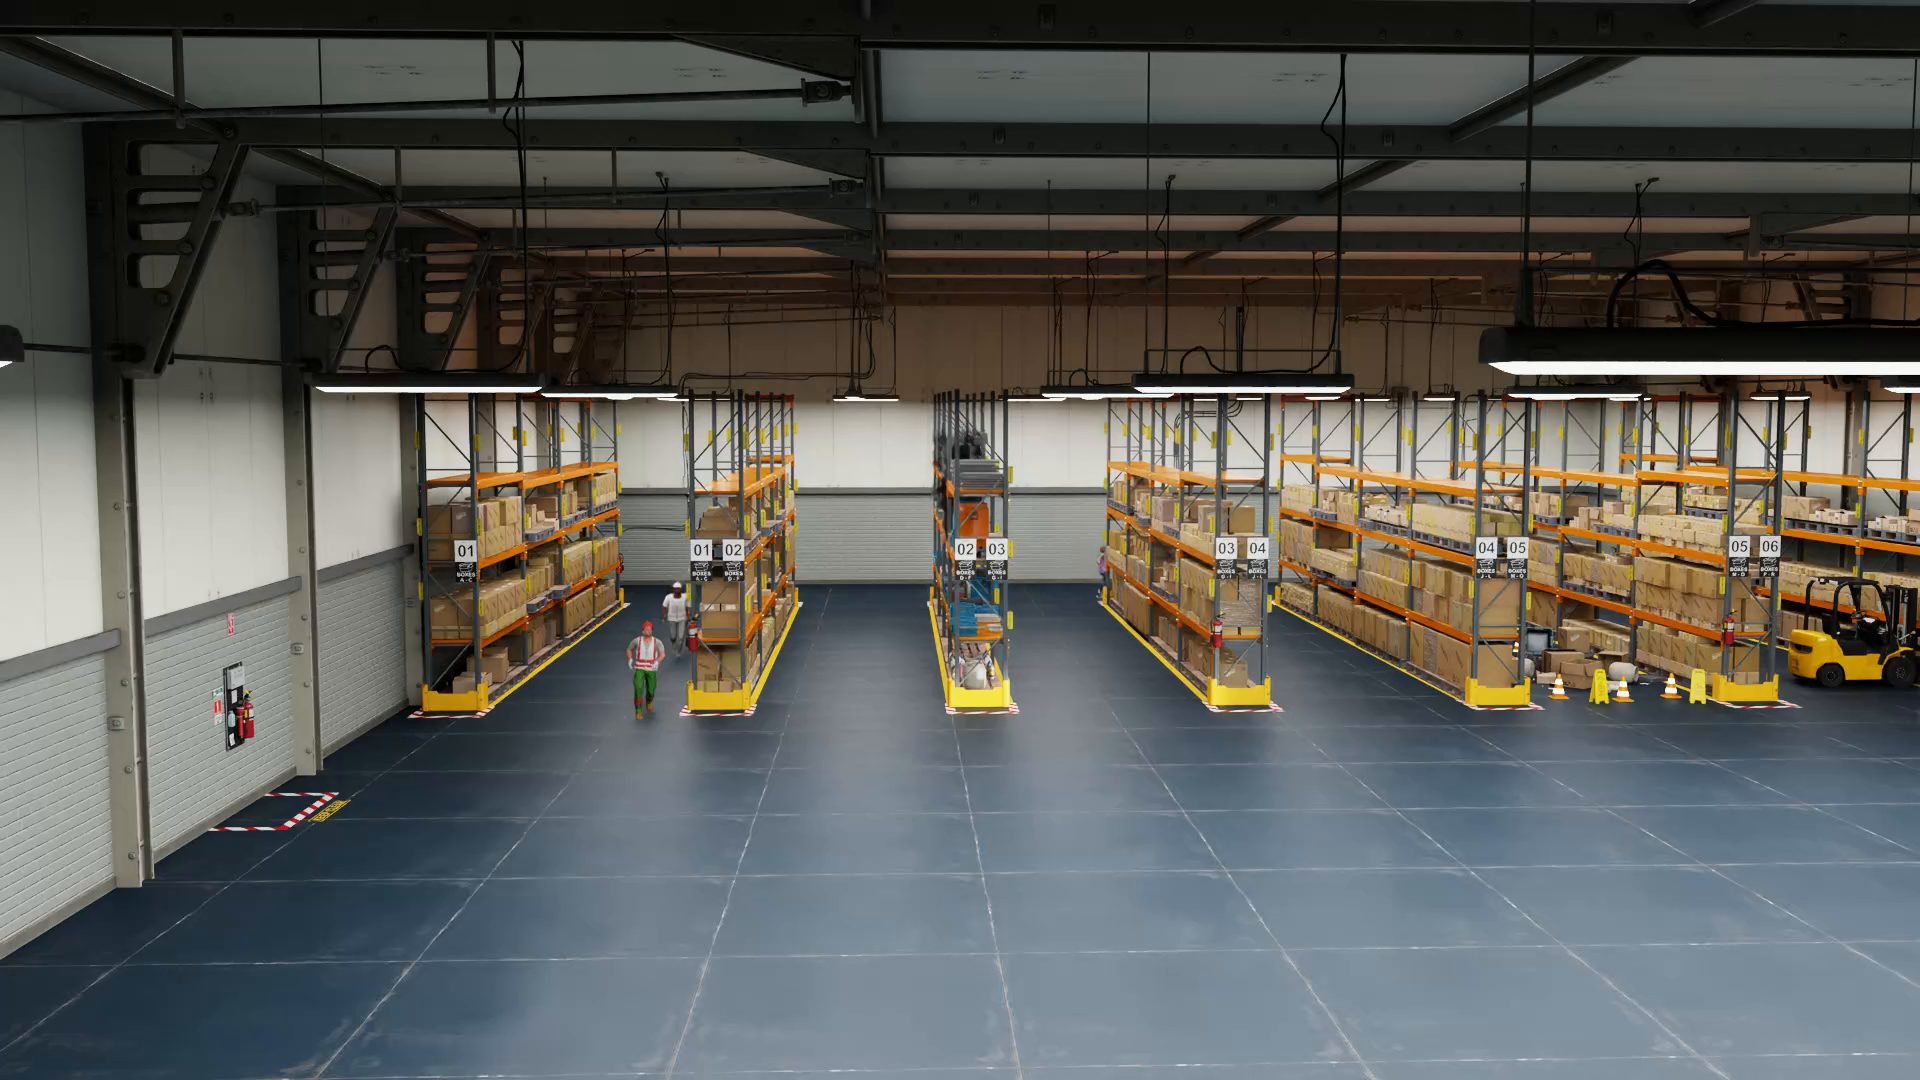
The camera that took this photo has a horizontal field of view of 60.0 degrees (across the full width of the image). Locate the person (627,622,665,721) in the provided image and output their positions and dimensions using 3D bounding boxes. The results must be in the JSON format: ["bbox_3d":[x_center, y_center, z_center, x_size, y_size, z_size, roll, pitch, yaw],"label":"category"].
[{"bbox_3d":[-5.757,2.380,30.476,0.696,1.746,0.869,-1,5,-10],"label":"person"}]

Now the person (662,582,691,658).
[{"bbox_3d":[-6.399,1.800,37.707,0.689,1.711,0.620,0,5,-6],"label":"person"}]

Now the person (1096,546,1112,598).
[{"bbox_3d":[4.293,0.940,49.059,0.565,1.557,0.547,1,5,8],"label":"person"}]
